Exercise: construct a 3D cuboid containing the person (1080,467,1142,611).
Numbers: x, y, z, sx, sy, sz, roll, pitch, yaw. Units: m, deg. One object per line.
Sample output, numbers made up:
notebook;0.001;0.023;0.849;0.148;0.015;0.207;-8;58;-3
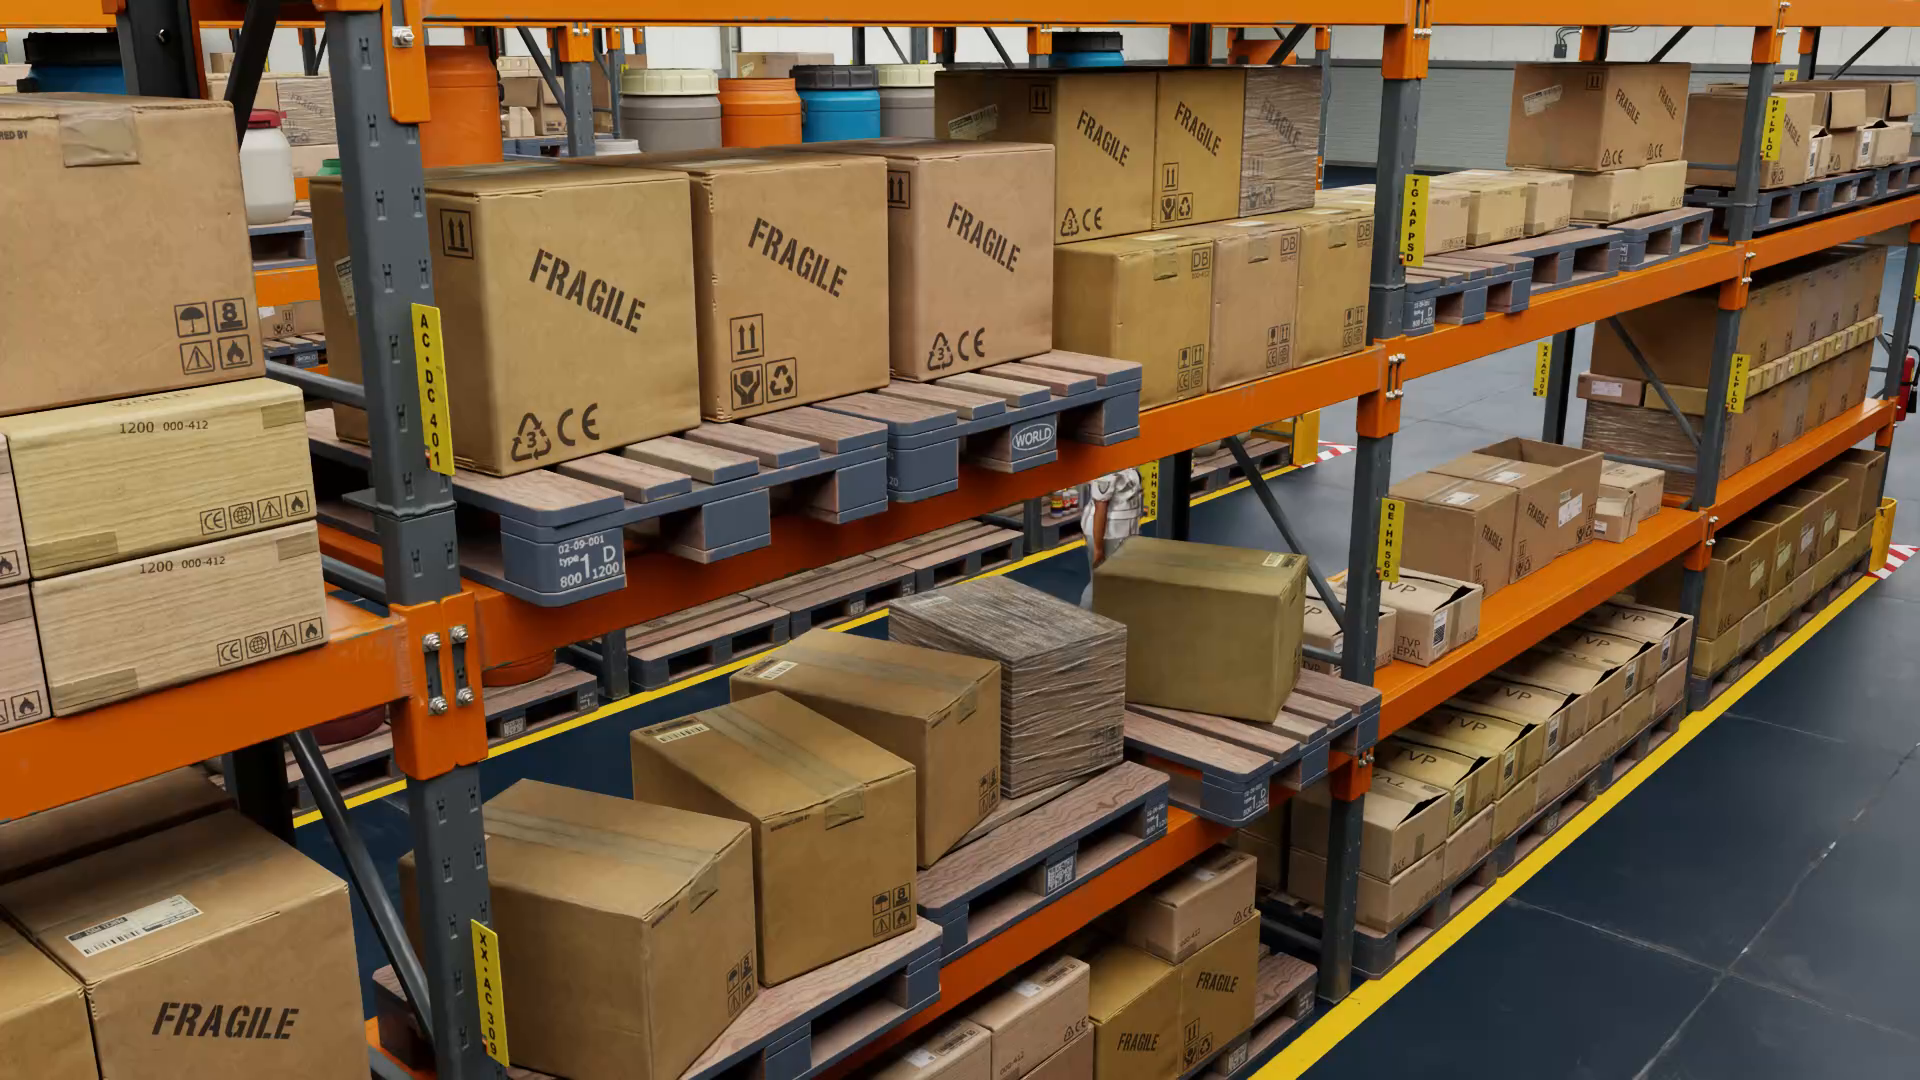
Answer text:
person;1.074;-0.017;10.620;0.690;1.678;0.529;0;17;1
